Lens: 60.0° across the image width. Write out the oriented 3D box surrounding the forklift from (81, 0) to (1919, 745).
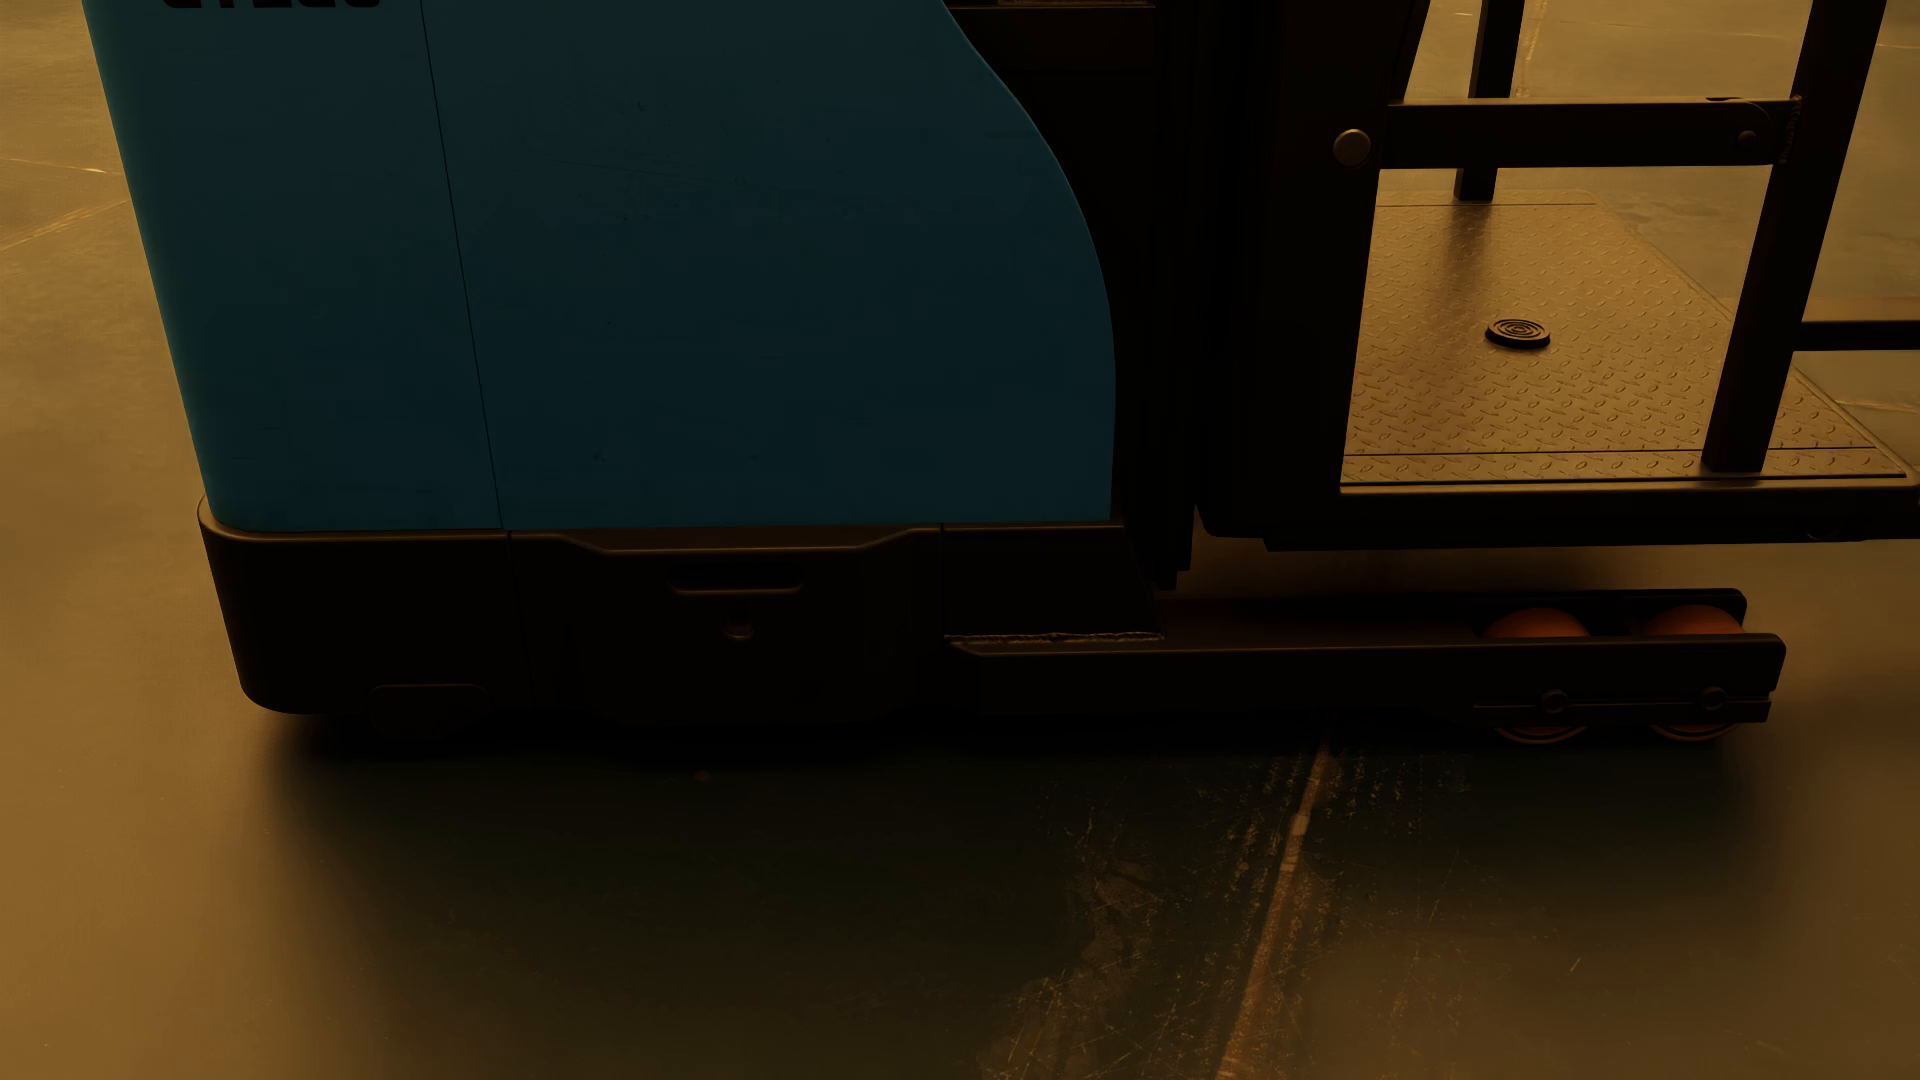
[{"bbox_3d":[0.608,-1.285,1.795,3.031,2.935,1.130,-1,30,-2],"label":"forklift"}]
